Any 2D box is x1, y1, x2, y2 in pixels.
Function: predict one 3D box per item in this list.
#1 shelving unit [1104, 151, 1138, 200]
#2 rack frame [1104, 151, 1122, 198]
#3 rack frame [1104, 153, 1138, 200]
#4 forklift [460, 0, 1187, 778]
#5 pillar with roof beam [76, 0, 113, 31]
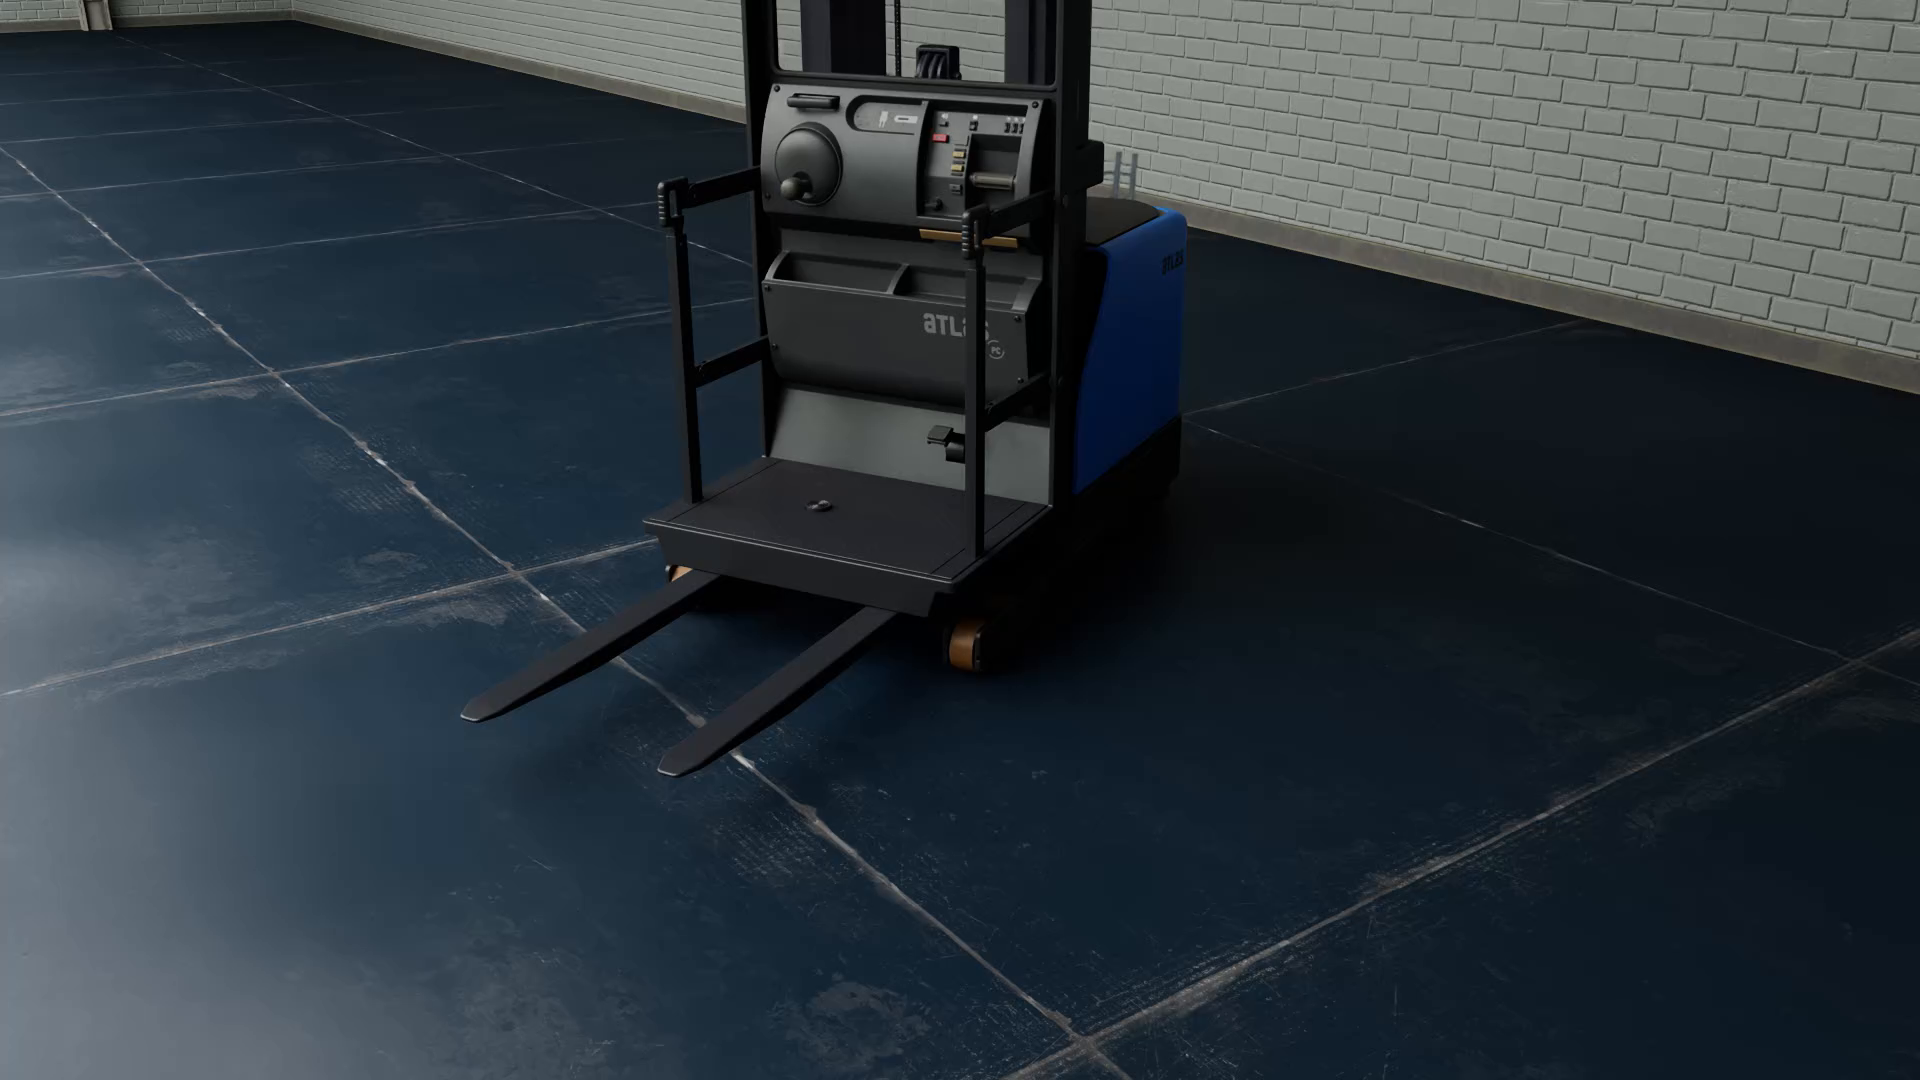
[{"bbox_3d":[0.500,-0.928,6.582,0.258,1.200,0.189,10,14,24],"label":"shelving unit"},{"bbox_3d":[0.461,-0.913,6.500,0.240,1.200,0.006,10,14,24],"label":"rack frame"},{"bbox_3d":[0.539,-0.943,6.663,0.240,1.200,0.006,10,14,24],"label":"rack frame"},{"bbox_3d":[-0.280,-1.155,4.837,1.130,2.935,3.031,11,24,25],"label":"forklift"},{"bbox_3d":[-10.757,-10.738,20.663,0.400,9.000,9.100,-15,26,-33],"label":"pillar with roof beam"}]
